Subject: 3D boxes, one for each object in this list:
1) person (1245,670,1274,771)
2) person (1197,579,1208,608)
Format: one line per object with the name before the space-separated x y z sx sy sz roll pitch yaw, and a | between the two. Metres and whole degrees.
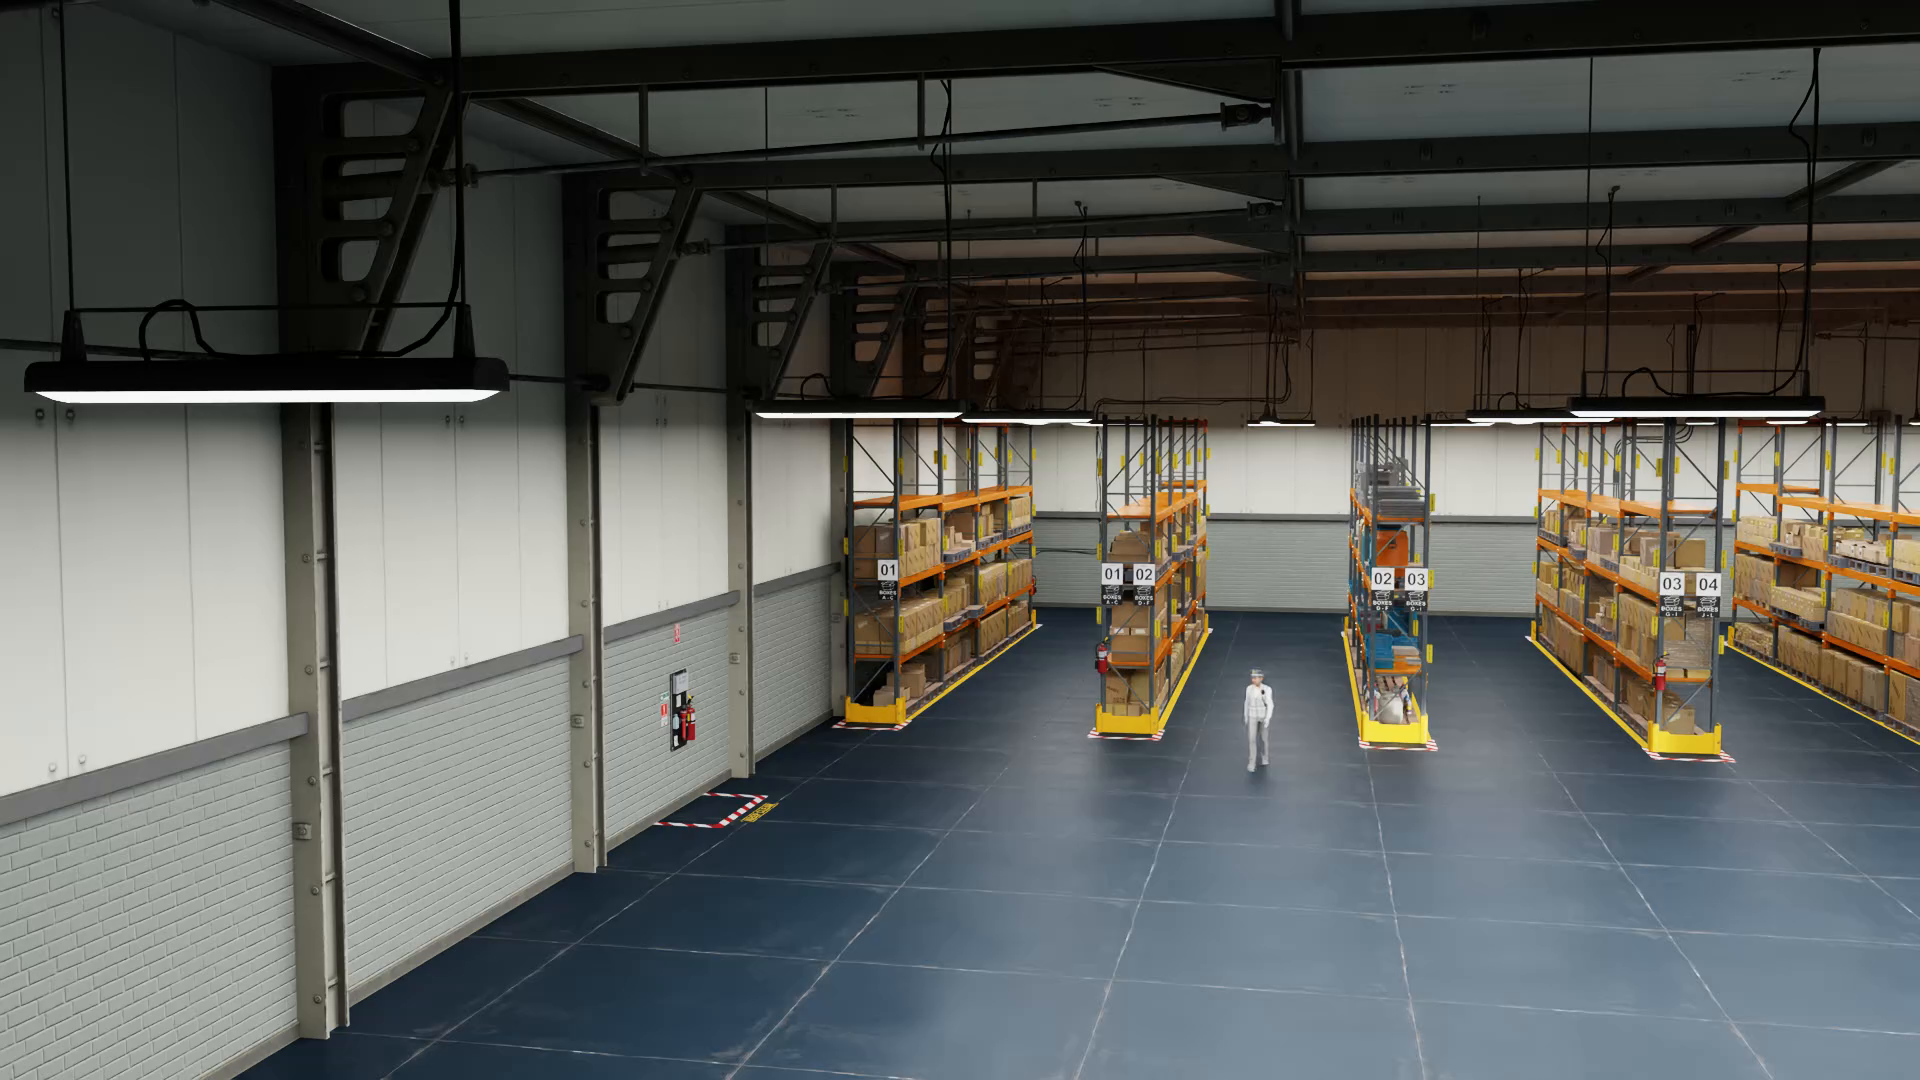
person | 5.027 3.009 28.061 0.523 1.648 0.839 2 4 23
person | 7.165 1.588 49.790 0.447 1.659 0.932 -1 4 -21
